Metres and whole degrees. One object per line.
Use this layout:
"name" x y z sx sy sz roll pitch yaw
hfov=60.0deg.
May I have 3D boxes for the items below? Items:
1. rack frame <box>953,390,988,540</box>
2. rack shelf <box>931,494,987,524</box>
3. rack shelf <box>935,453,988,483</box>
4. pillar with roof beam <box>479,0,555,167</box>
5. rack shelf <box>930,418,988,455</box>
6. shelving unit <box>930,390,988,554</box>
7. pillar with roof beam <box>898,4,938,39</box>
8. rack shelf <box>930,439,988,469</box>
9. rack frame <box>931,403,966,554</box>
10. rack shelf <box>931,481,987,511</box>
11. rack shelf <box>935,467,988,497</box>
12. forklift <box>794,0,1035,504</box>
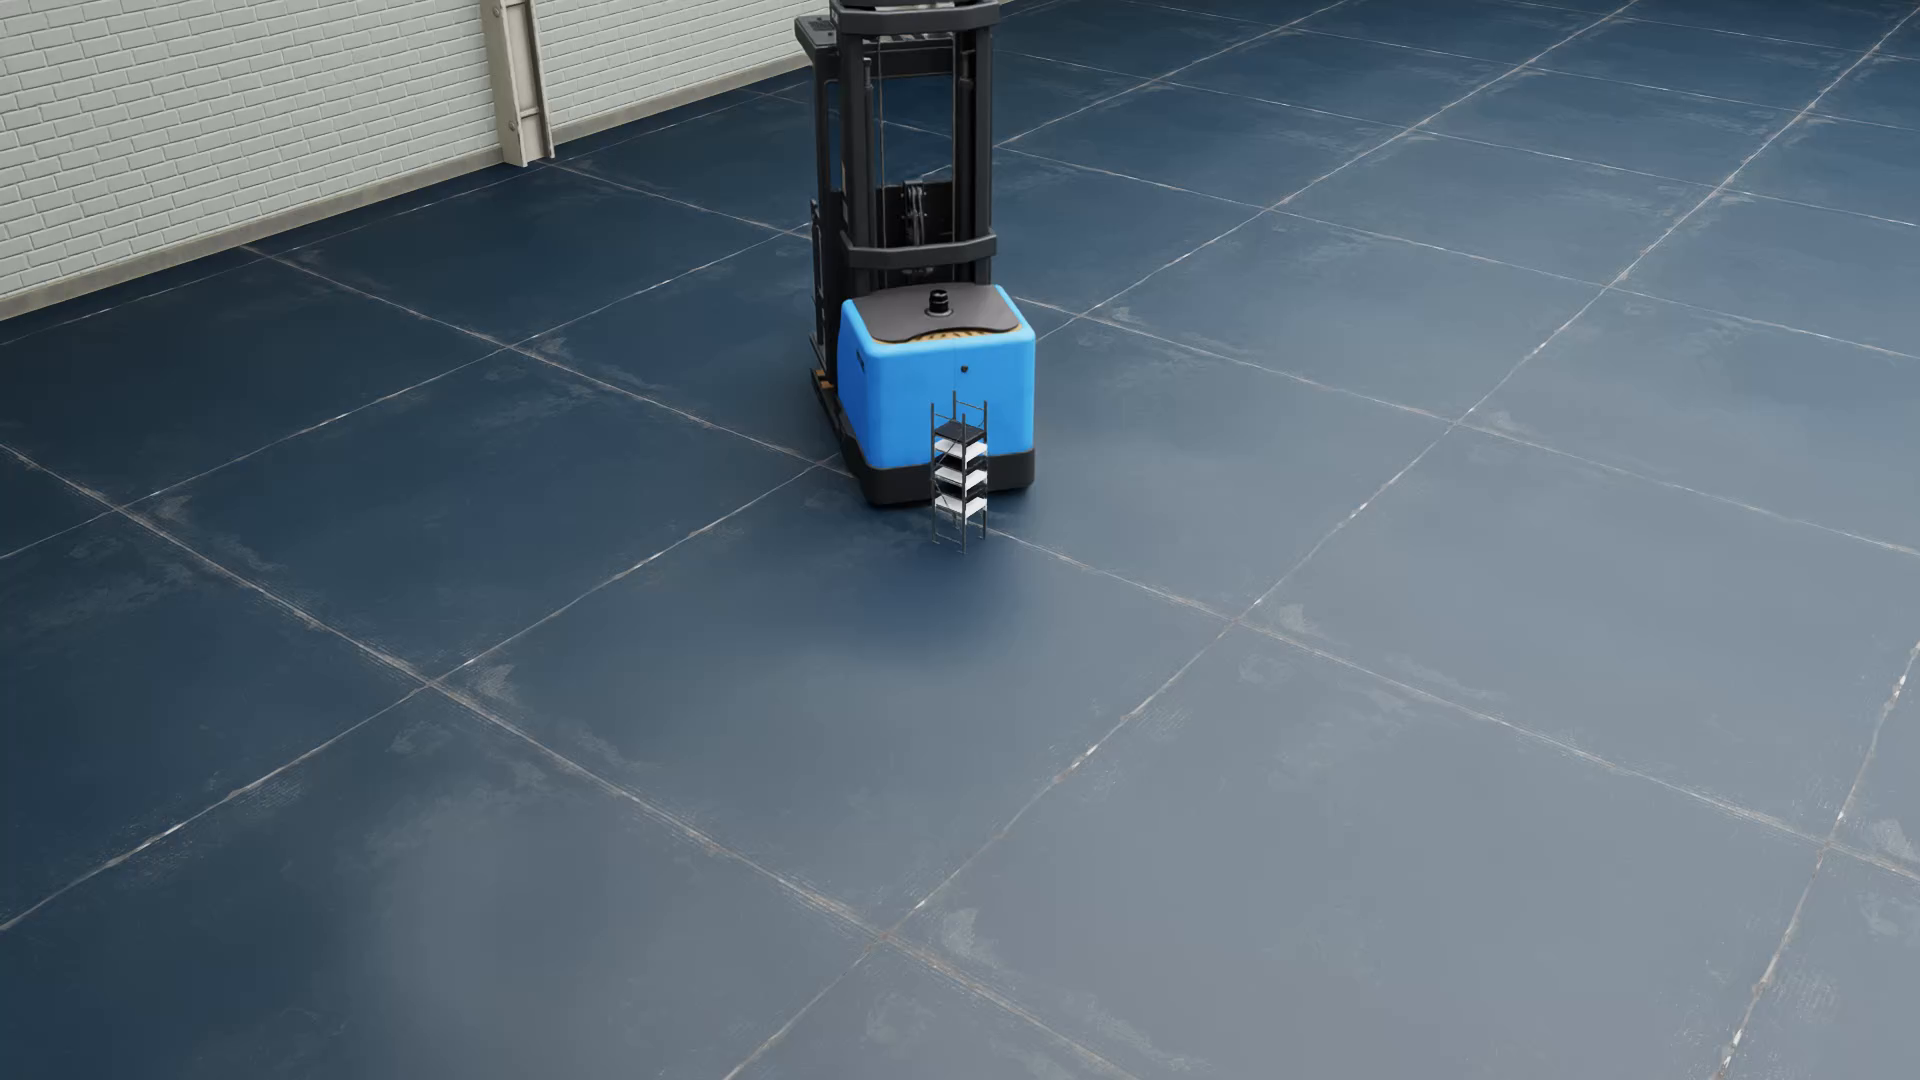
"rack frame" 0.056 -0.425 9.585 0.240 0.900 0.006 21 37 31
"rack shelf" -0.005 -0.200 9.624 0.258 0.077 0.200 21 37 31
"rack shelf" -0.005 -0.433 9.486 0.258 0.077 0.200 21 37 31
"pillar with roof beam" -0.692 -6.190 11.369 9.100 9.000 0.400 21 37 31
"rack shelf" -0.005 -0.587 9.394 0.258 0.077 0.200 21 37 31
"shelving unit" -0.005 -0.384 9.515 0.258 0.900 0.210 21 37 31
"pillar with roof beam" 2.930 -8.629 15.484 9.100 9.000 0.400 21 37 31
"rack shelf" -0.005 -0.510 9.440 0.258 0.077 0.200 21 37 31
"rack frame" -0.066 -0.342 9.445 0.240 0.900 0.006 21 37 31
"rack shelf" -0.005 -0.278 9.578 0.258 0.077 0.200 21 37 31
"rack shelf" -0.005 -0.355 9.532 0.258 0.077 0.200 21 37 31
"forklift" -0.401 -2.215 10.613 1.130 2.935 3.031 -7 31 -12
